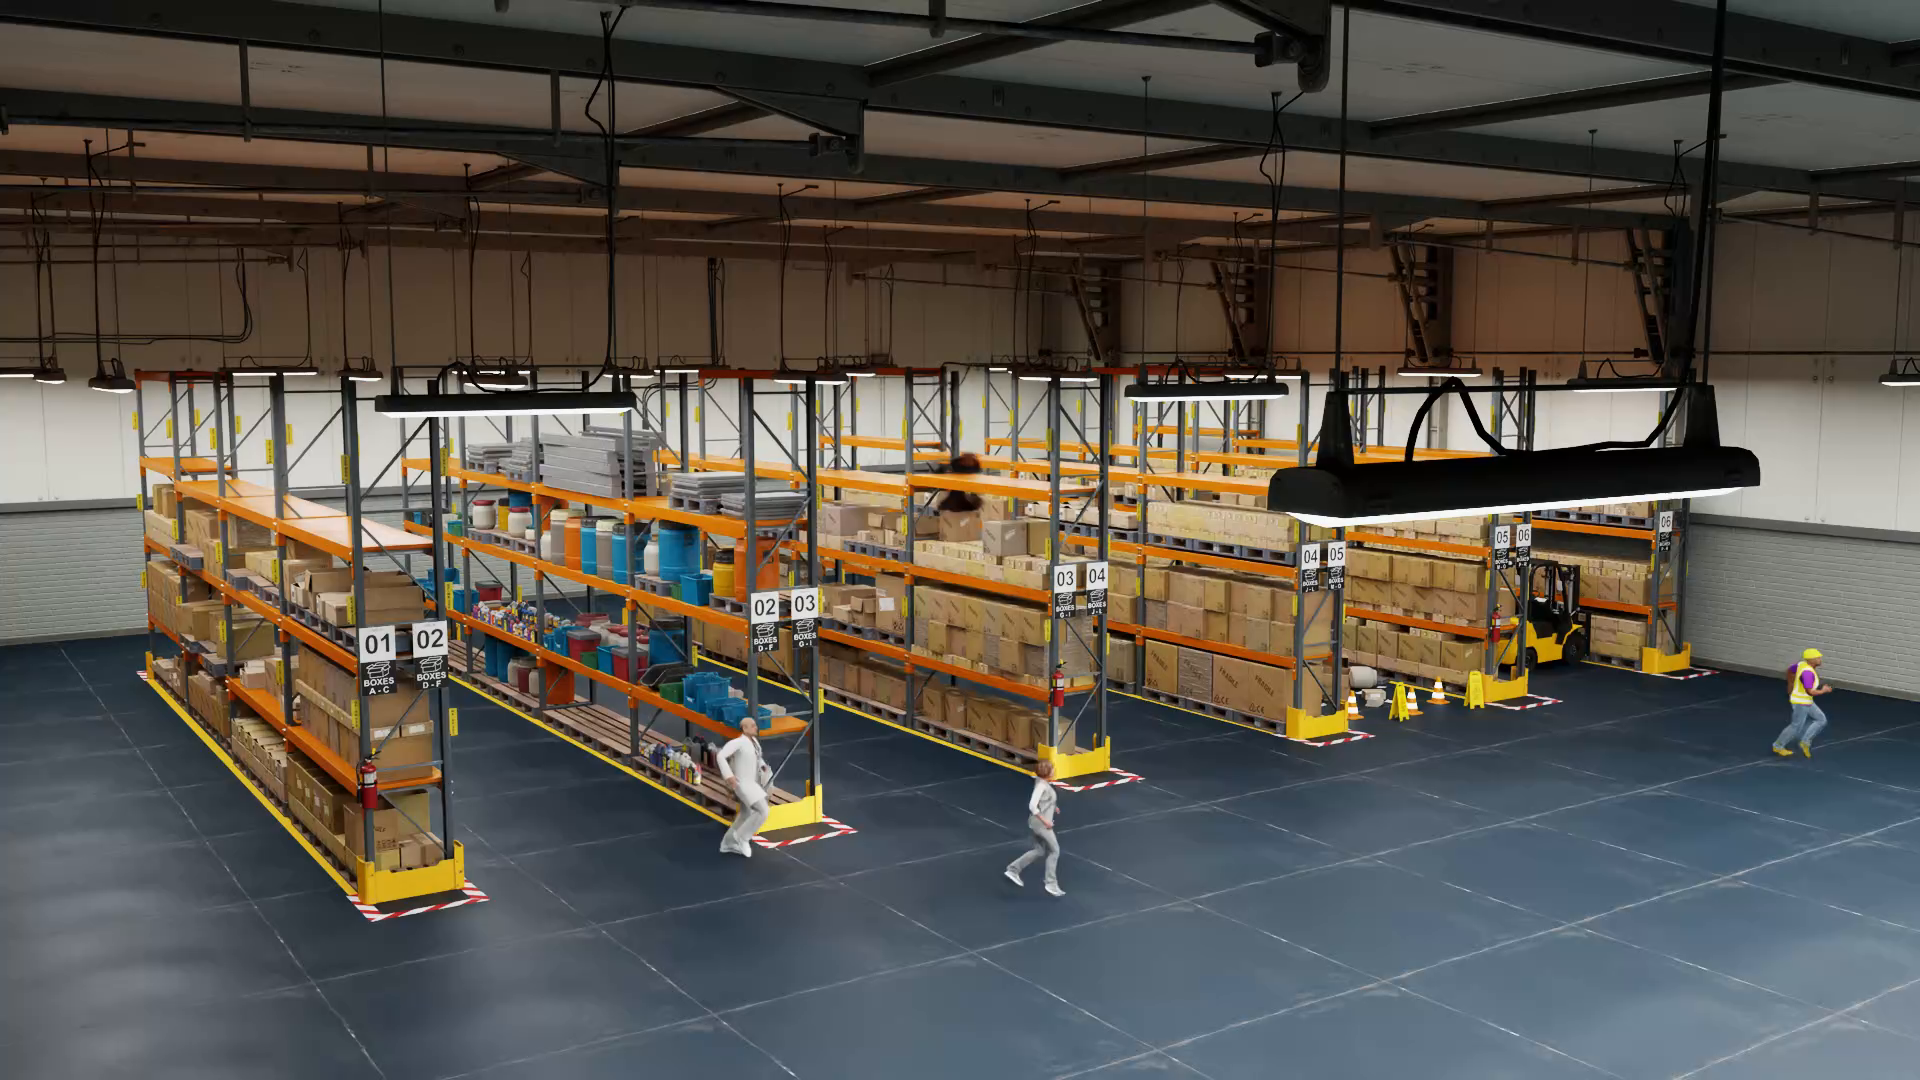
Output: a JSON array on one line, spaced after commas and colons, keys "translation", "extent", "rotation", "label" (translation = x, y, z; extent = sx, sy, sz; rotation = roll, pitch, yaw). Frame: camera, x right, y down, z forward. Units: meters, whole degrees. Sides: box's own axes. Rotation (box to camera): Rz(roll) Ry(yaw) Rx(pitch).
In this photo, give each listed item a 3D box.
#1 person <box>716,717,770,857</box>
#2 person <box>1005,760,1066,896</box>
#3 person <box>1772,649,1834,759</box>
[{"translation": [-2.682, 3.144, 20.955], "extent": [0.666, 1.644, 0.717], "rotation": [1, 7, 11], "label": "person"}, {"translation": [0.882, 3.361, 19.417], "extent": [0.717, 1.628, 0.564], "rotation": [0, 6, -1], "label": "person"}, {"translation": [13.121, 2.542, 25.861], "extent": [0.804, 1.748, 0.733], "rotation": [3, 7, 26], "label": "person"}]
